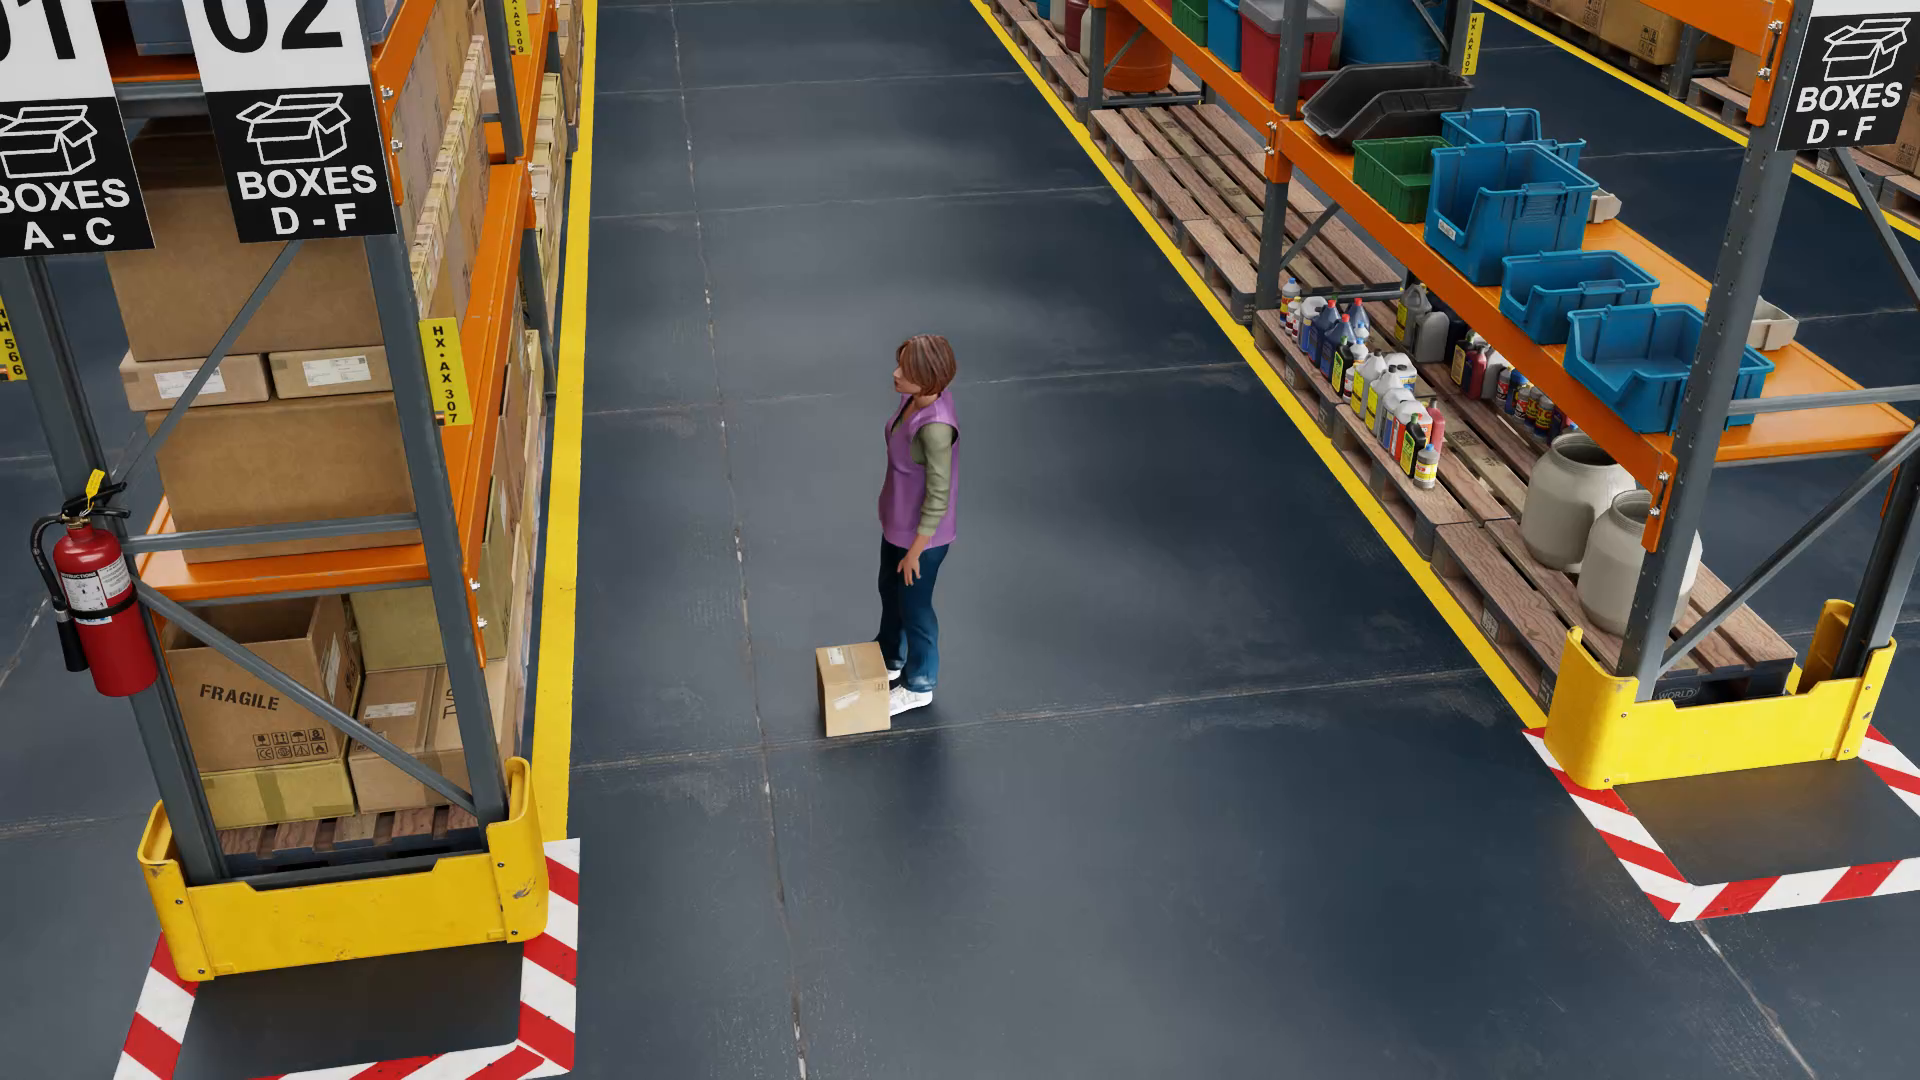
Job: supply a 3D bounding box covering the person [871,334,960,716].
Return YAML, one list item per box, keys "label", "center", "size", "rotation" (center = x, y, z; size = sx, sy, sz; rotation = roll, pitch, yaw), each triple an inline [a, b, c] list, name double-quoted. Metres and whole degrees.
- label: "person"
  center: [-0.241, -0.039, 6.189]
  size: [0.475, 1.597, 0.520]
  rotation: [-5, 32, -9]
